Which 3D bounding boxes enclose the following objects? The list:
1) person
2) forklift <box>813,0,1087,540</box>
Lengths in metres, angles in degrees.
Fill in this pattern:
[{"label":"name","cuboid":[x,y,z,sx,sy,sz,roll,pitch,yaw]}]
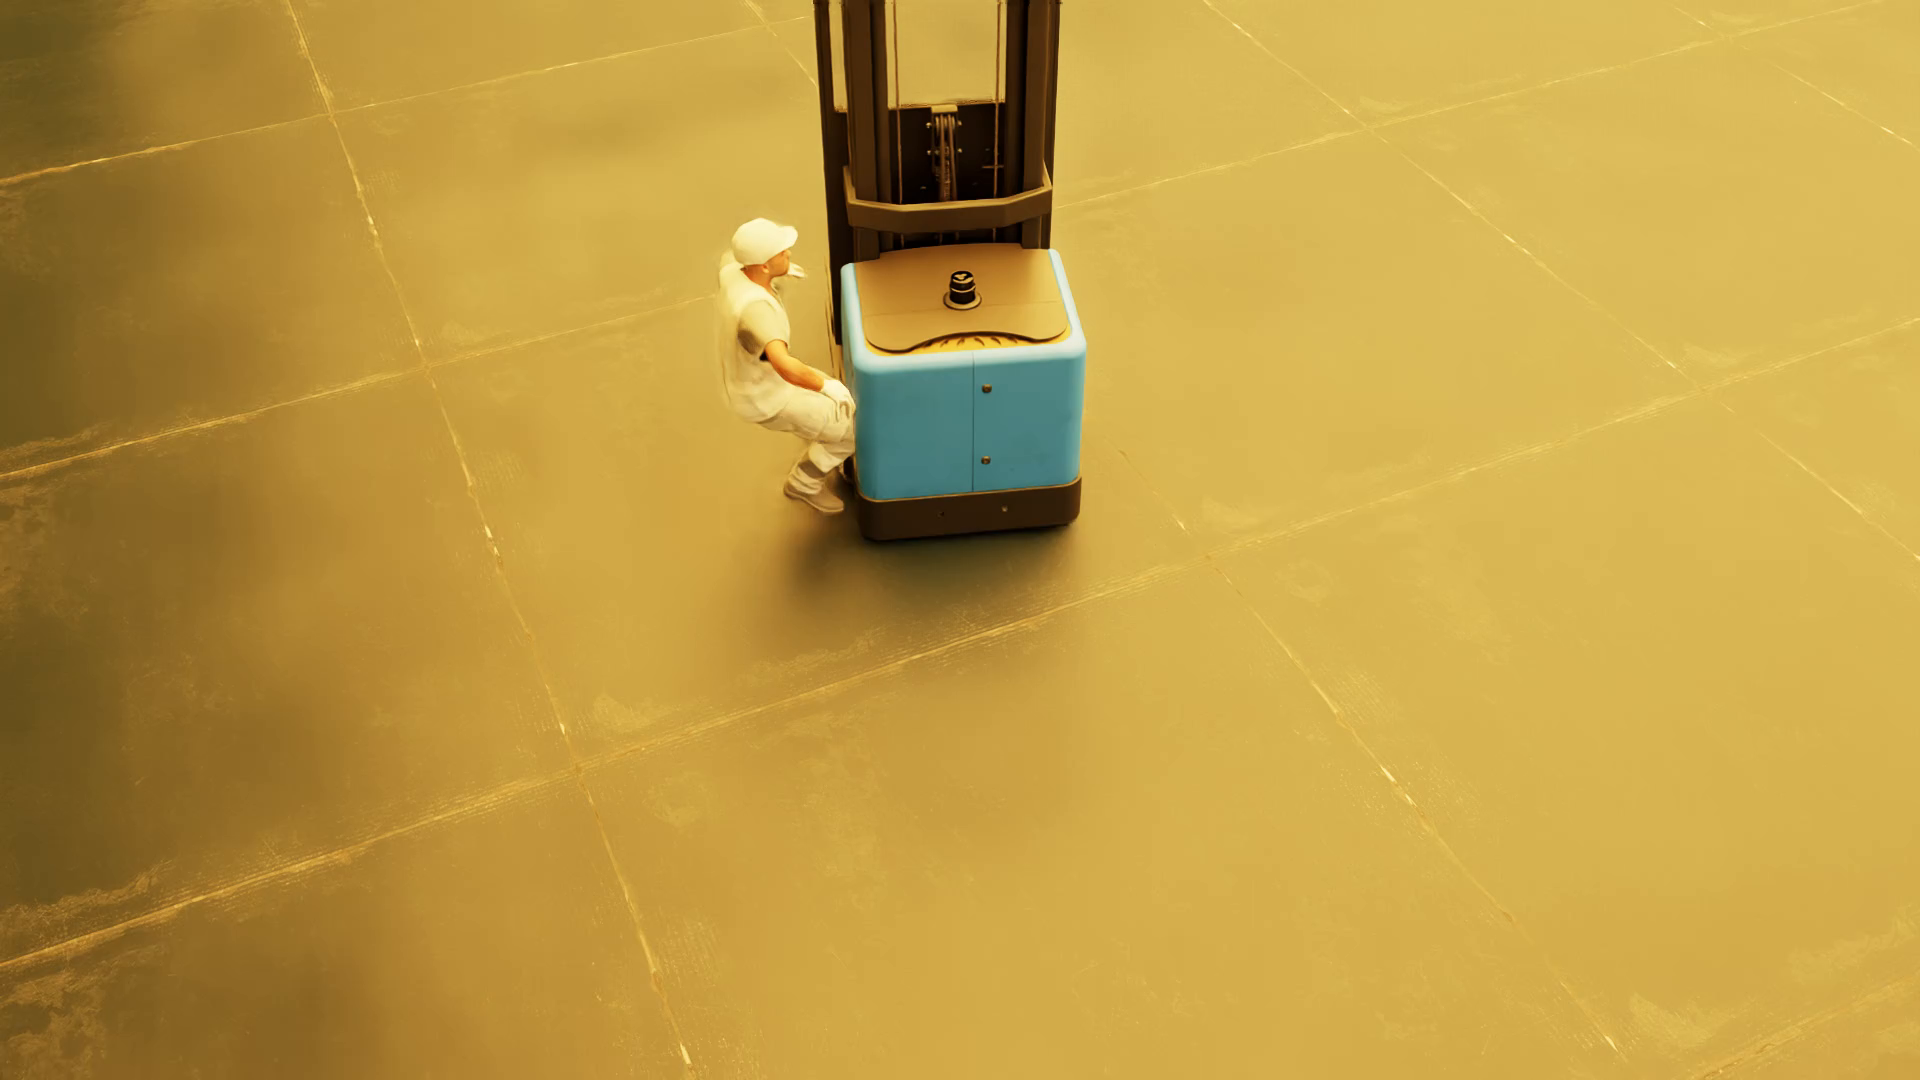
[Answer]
[{"label":"person","cuboid":[-0.651,-0.769,7.470,0.829,1.629,1.105,-10,44,-11]},{"label":"forklift","cuboid":[-0.132,-2.079,7.908,1.130,2.935,3.031,-5,43,-5]}]
